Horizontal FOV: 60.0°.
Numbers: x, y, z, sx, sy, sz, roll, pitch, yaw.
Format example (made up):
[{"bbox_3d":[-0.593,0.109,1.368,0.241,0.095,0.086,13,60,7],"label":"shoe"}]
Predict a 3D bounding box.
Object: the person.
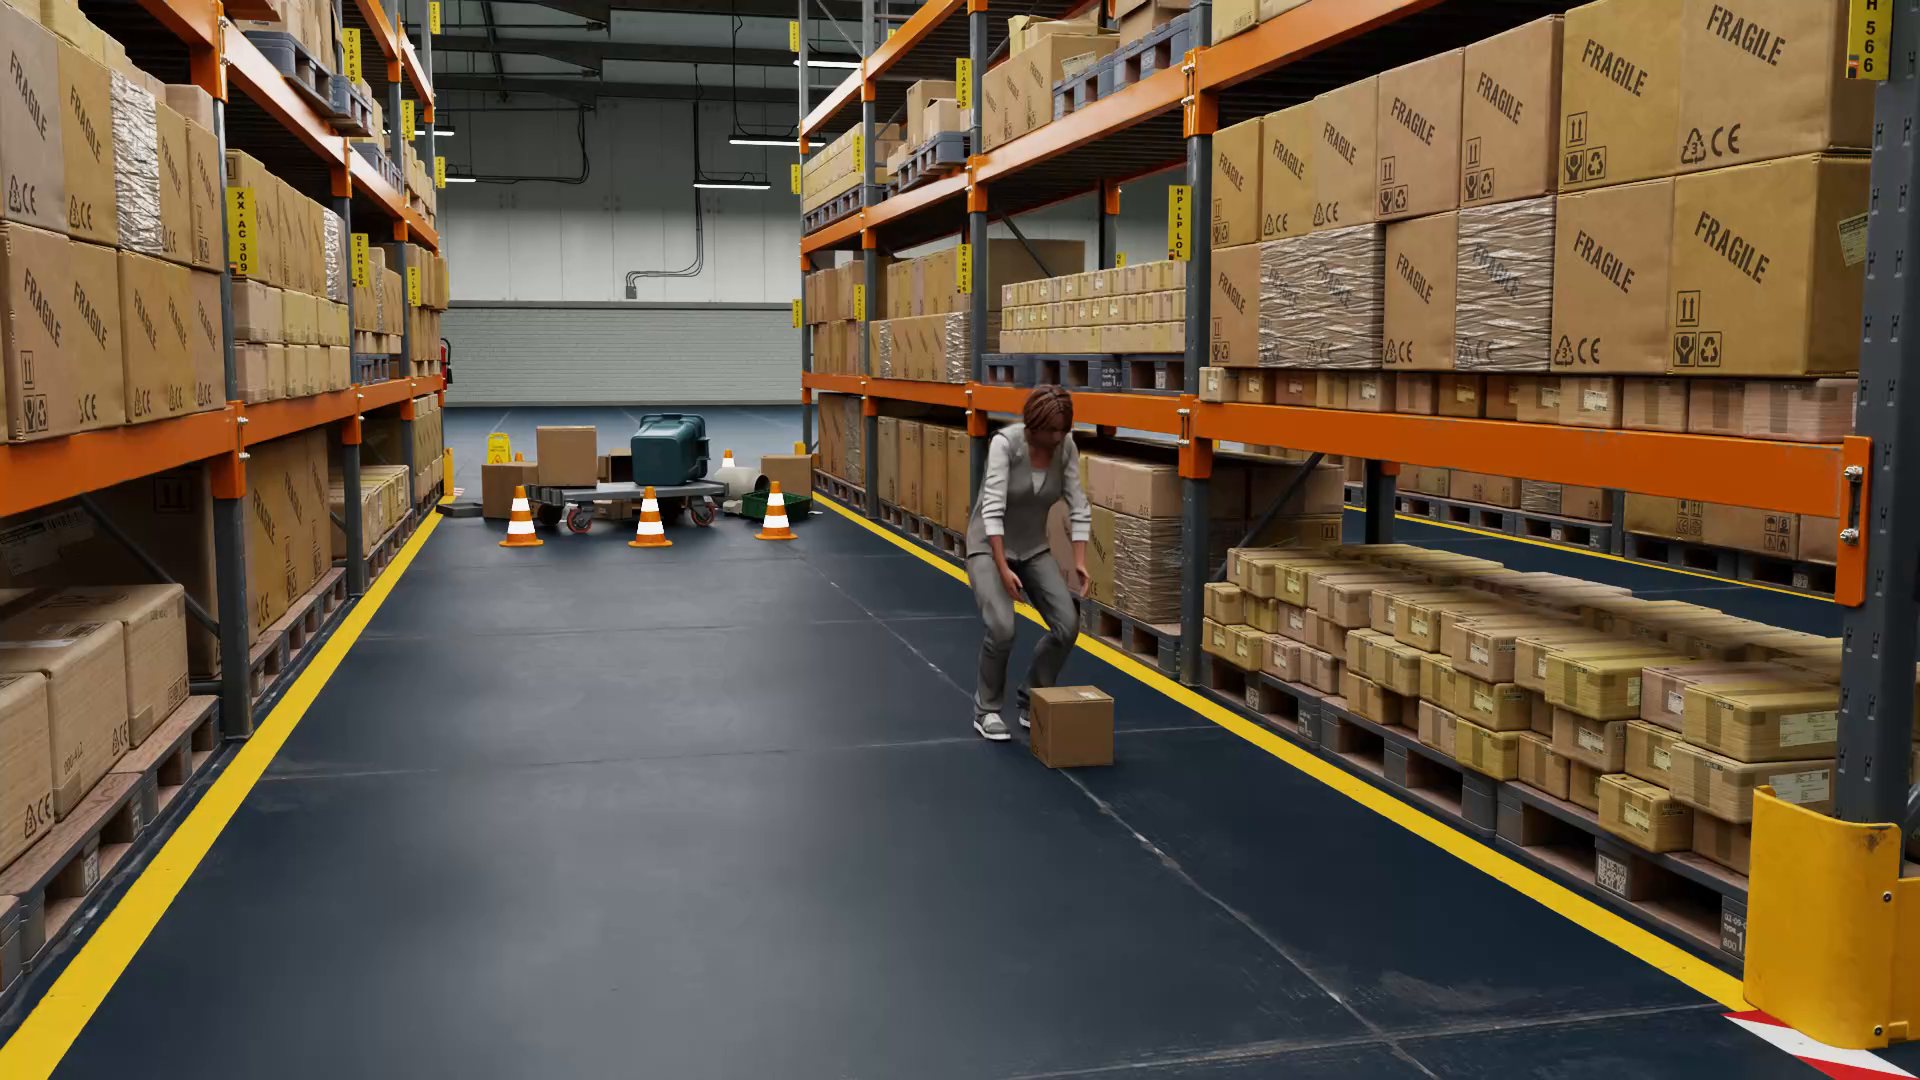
[{"bbox_3d":[0.273,0.092,6.553,0.458,1.385,0.581,-3,7,-22],"label":"person"}]
